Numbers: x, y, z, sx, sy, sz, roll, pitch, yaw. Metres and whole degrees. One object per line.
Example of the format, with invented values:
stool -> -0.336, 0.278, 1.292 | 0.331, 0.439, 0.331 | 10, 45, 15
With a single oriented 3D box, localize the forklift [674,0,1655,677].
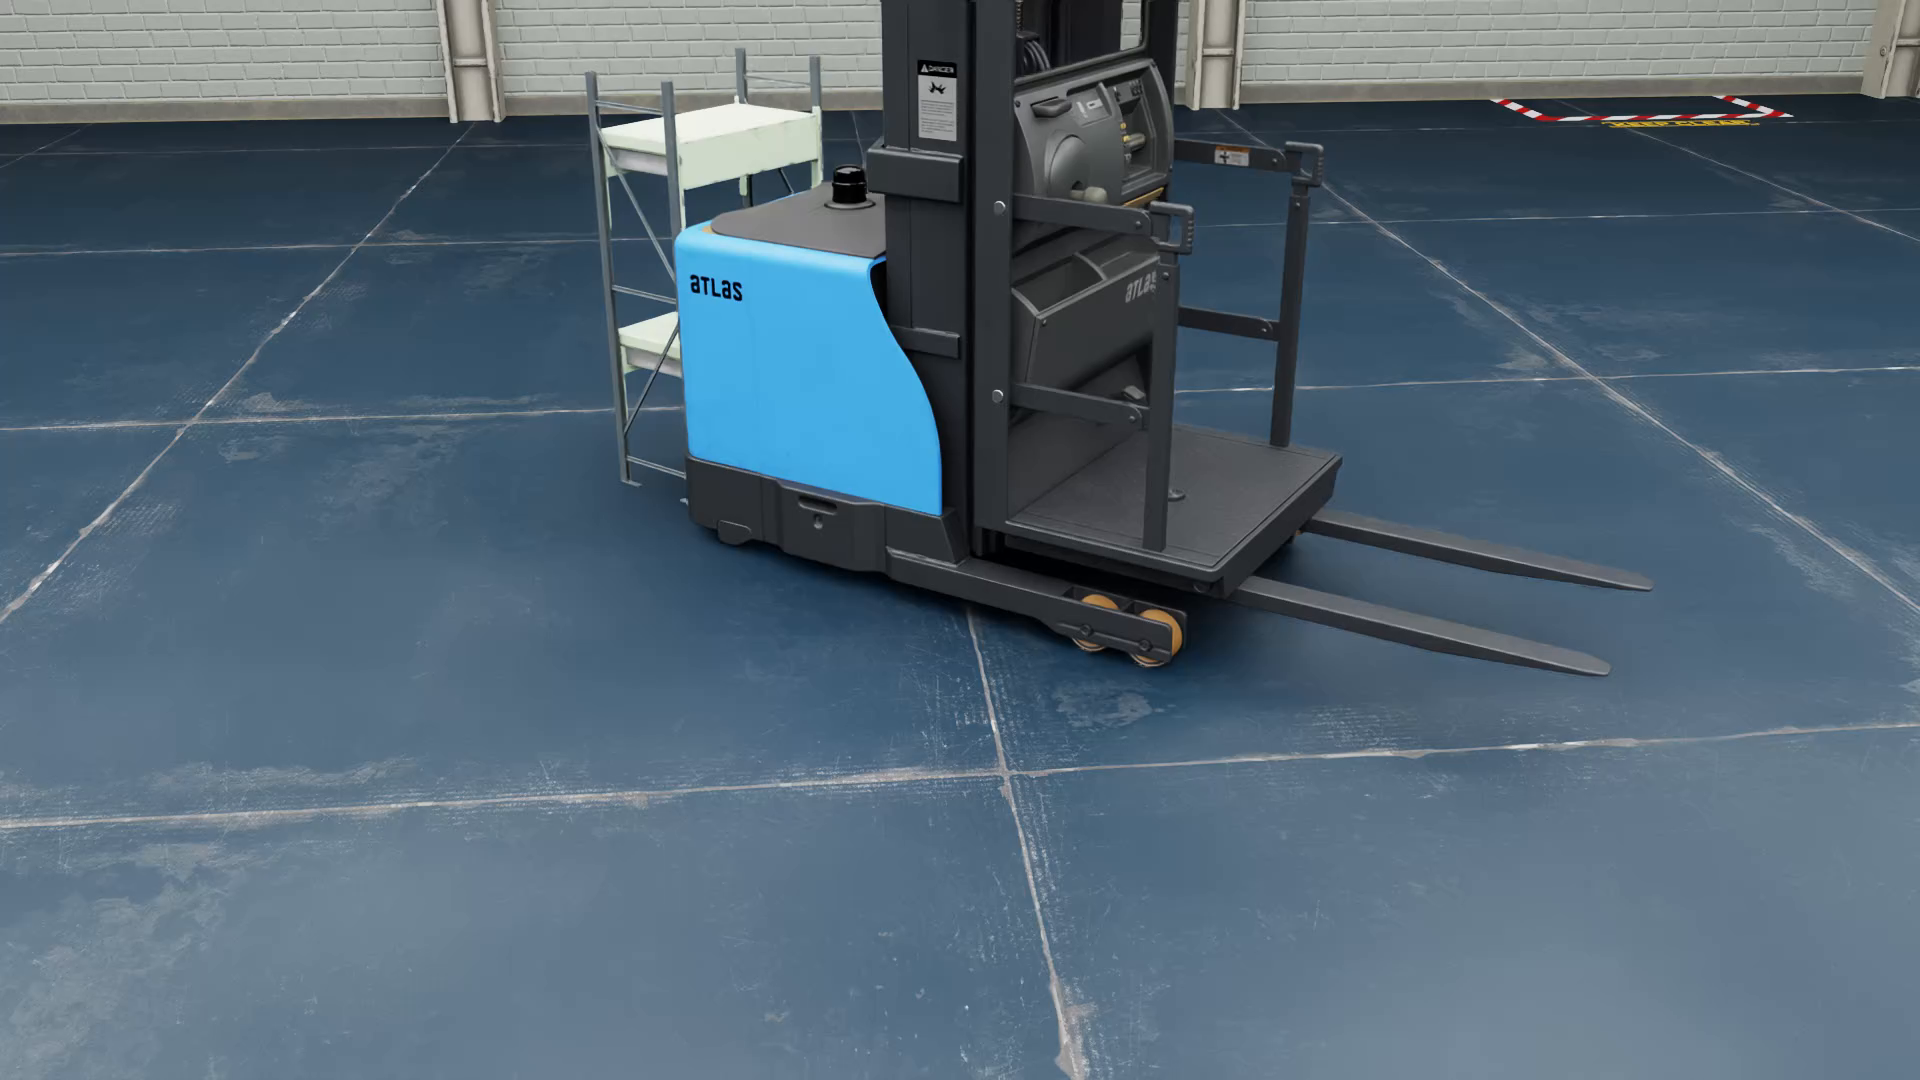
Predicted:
forklift -> 0.588, -1.211, 4.866 | 3.031, 2.935, 1.130 | 14, 27, 28

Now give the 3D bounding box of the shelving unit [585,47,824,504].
shelving unit -> -0.886, -0.975, 6.098 | 0.431, 1.500, 0.755 | 17, 29, 33

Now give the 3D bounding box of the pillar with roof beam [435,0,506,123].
pillar with roof beam -> -3.444, -5.755, 7.620 | 0.400, 9.000, 9.100 | -2, 24, -5

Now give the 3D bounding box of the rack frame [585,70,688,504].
rack frame -> -1.103, -0.856, 5.829 | 0.400, 1.500, 0.023 | 17, 29, 33

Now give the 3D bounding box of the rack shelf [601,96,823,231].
rack shelf -> -0.886, -1.332, 5.940 | 0.431, 0.370, 0.720 | 17, 29, 33

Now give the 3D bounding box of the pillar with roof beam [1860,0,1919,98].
pillar with roof beam -> 8.498, -6.235, 8.697 | 0.400, 9.000, 9.100 | -2, 24, -5

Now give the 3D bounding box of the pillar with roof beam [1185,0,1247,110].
pillar with roof beam -> 2.527, -5.995, 8.159 | 0.400, 9.000, 9.100 | -2, 24, -5

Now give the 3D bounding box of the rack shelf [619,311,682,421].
rack shelf -> -0.886, -0.678, 6.231 | 0.431, 0.370, 0.720 | 17, 29, 33

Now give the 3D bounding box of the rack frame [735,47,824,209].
rack frame -> -0.668, -1.095, 6.367 | 0.400, 1.500, 0.023 | 17, 29, 33
